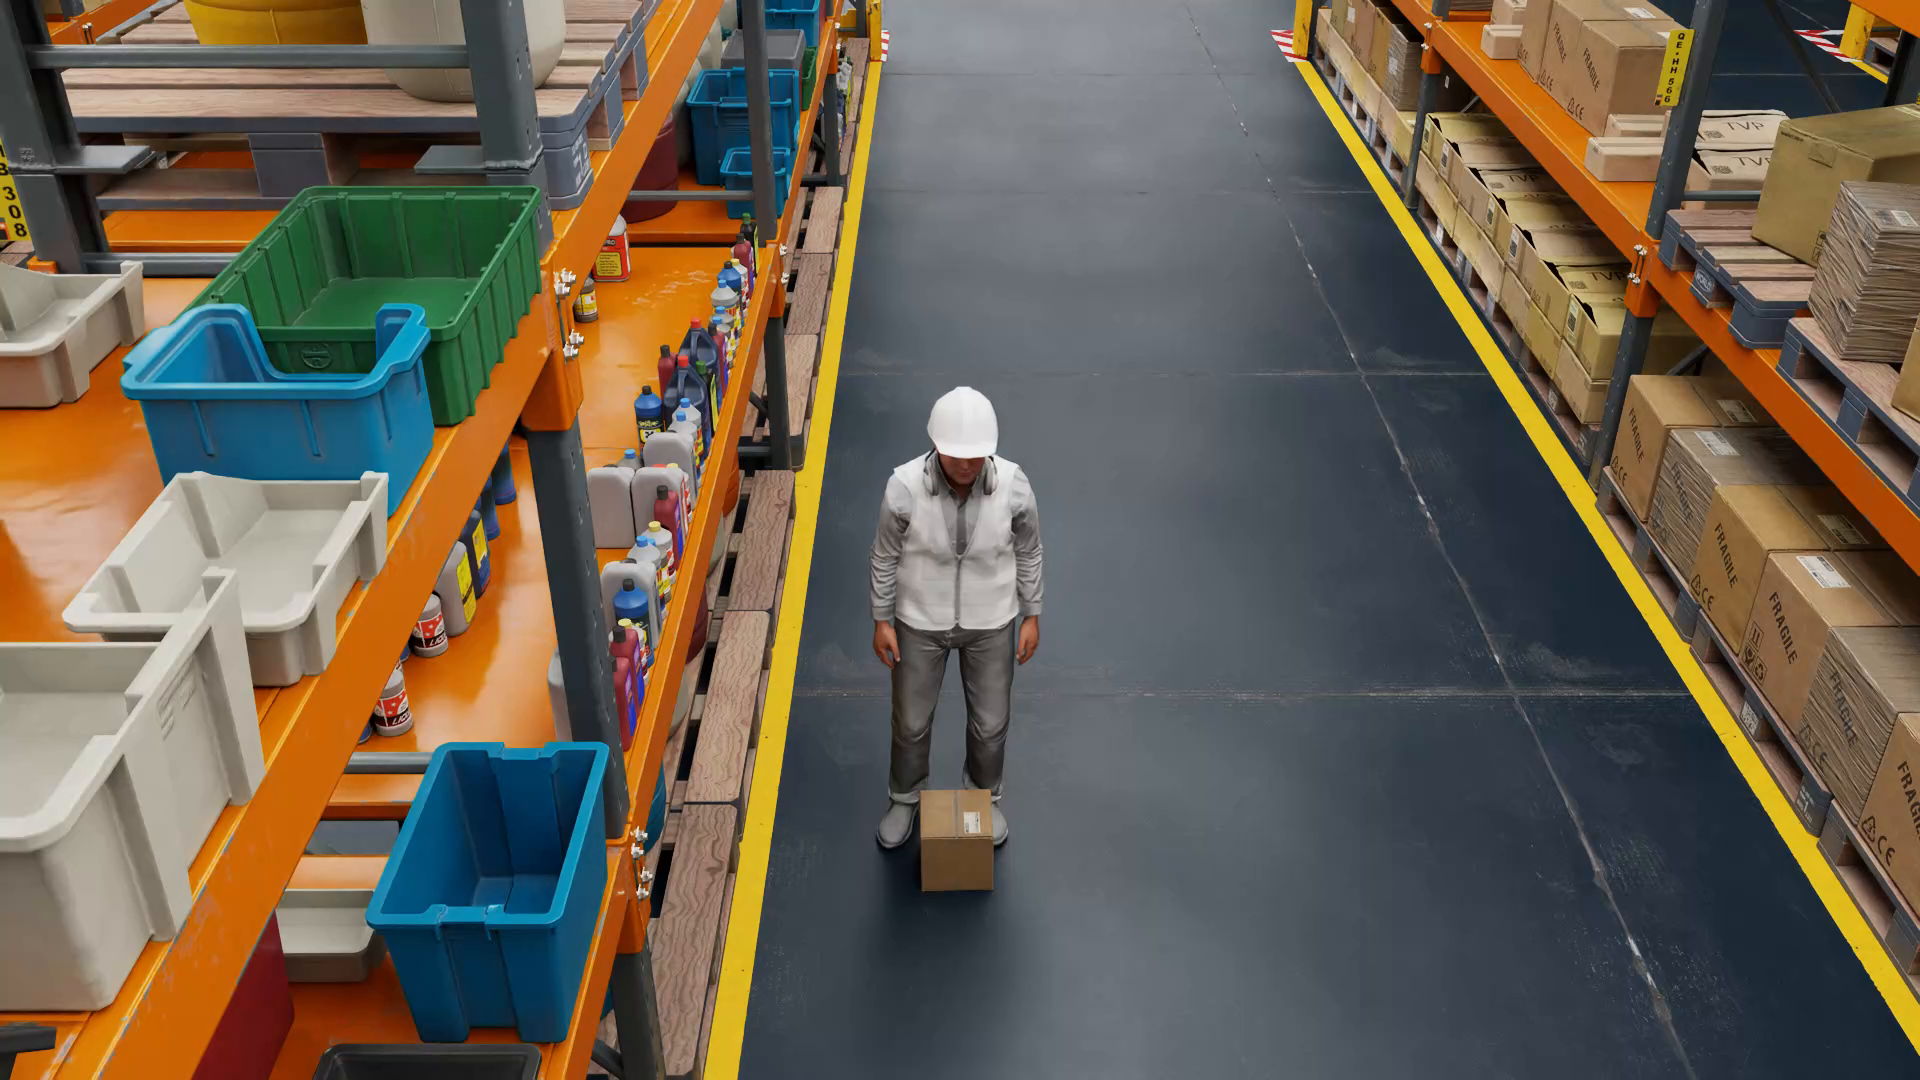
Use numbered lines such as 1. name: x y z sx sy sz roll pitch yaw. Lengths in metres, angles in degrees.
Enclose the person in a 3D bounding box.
1. person: -0.013 0.268 5.666 0.593 1.773 0.457 -2 31 -3
